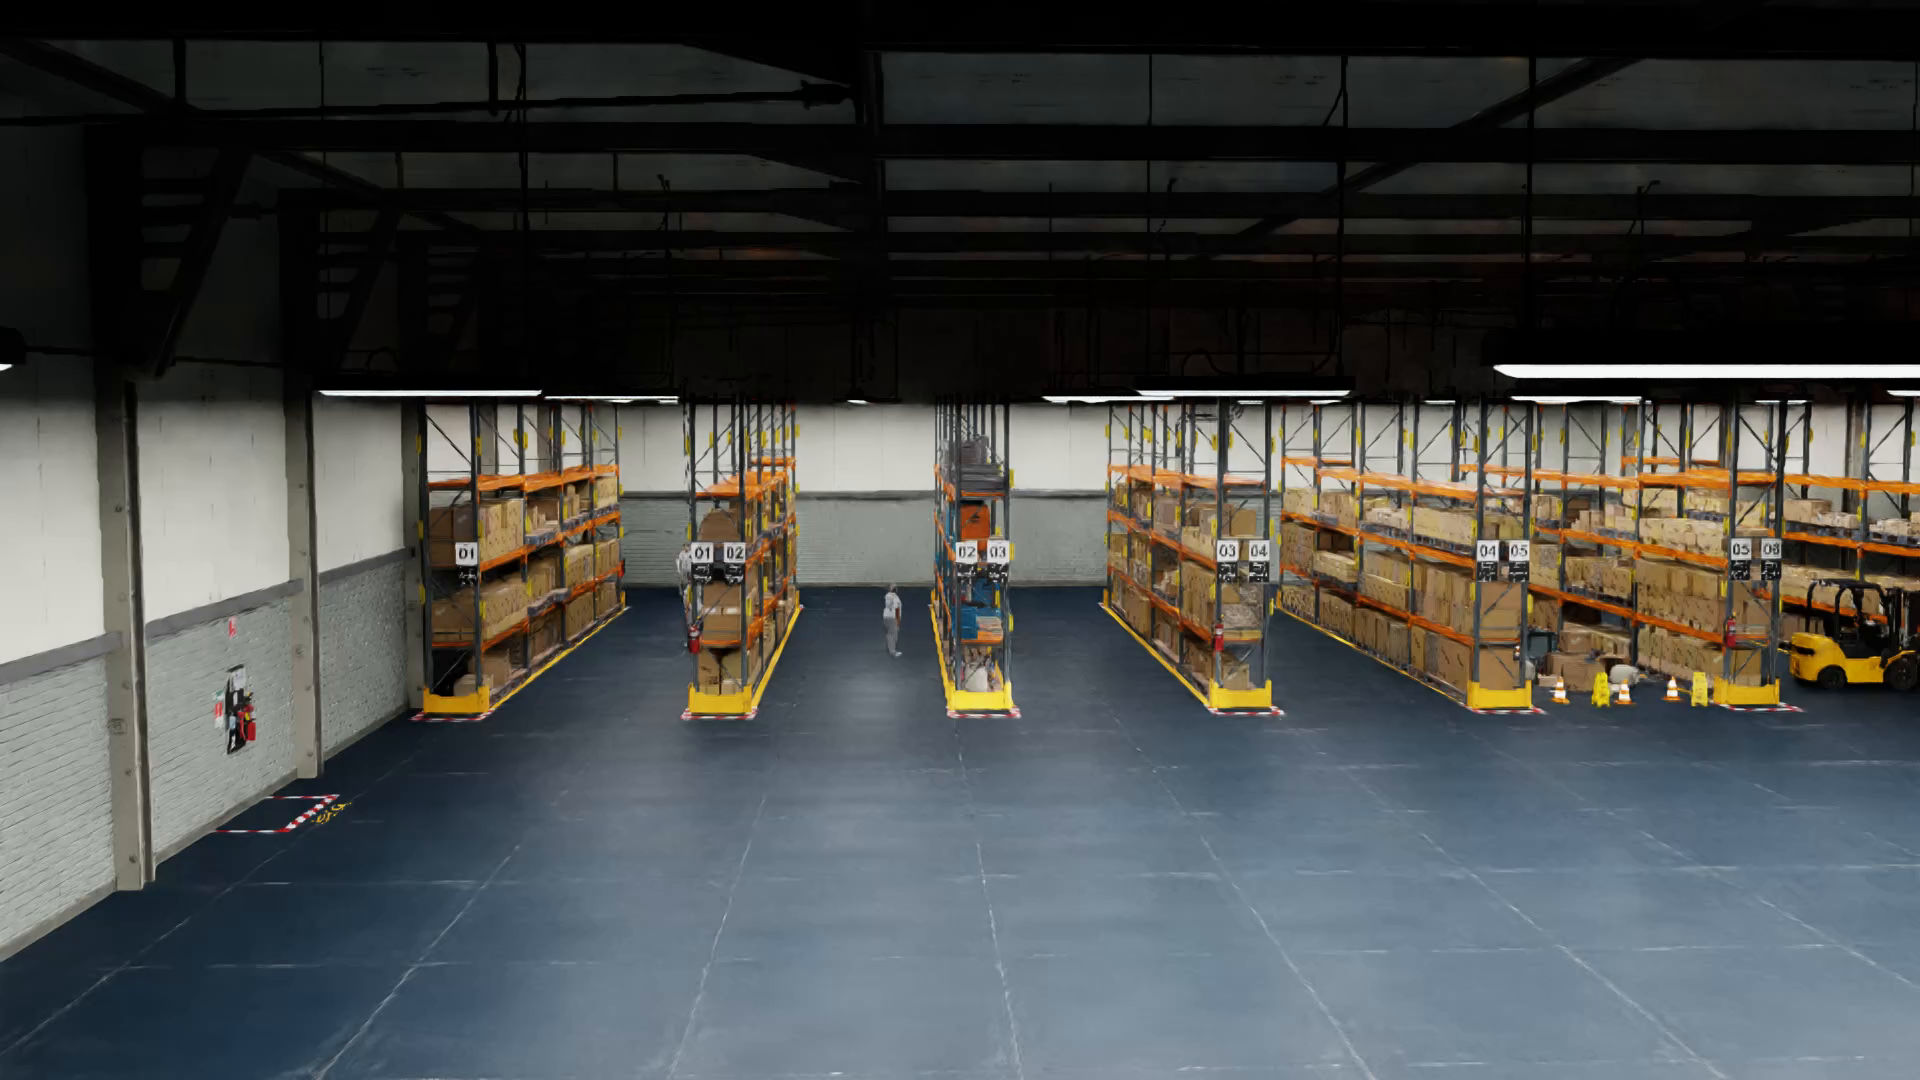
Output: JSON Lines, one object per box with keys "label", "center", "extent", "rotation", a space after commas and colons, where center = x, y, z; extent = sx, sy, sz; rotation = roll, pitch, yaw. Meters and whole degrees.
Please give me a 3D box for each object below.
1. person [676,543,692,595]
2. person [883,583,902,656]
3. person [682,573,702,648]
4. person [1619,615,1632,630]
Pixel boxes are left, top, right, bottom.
{"label": "person", "center": [-8.283, 0.886, 50.361], "extent": [0.639, 1.628, 0.506], "rotation": [0, 5, -5]}
{"label": "person", "center": [-1.535, 1.816, 38.282], "extent": [0.443, 1.666, 0.526], "rotation": [-3, 5, -33]}
{"label": "person", "center": [-6.406, 1.665, 39.613], "extent": [0.501, 1.758, 0.588], "rotation": [2, 5, 27]}
{"label": "person", "center": [16.888, 1.493, 42.252], "extent": [0.537, 1.667, 0.572], "rotation": [2, 5, 27]}
